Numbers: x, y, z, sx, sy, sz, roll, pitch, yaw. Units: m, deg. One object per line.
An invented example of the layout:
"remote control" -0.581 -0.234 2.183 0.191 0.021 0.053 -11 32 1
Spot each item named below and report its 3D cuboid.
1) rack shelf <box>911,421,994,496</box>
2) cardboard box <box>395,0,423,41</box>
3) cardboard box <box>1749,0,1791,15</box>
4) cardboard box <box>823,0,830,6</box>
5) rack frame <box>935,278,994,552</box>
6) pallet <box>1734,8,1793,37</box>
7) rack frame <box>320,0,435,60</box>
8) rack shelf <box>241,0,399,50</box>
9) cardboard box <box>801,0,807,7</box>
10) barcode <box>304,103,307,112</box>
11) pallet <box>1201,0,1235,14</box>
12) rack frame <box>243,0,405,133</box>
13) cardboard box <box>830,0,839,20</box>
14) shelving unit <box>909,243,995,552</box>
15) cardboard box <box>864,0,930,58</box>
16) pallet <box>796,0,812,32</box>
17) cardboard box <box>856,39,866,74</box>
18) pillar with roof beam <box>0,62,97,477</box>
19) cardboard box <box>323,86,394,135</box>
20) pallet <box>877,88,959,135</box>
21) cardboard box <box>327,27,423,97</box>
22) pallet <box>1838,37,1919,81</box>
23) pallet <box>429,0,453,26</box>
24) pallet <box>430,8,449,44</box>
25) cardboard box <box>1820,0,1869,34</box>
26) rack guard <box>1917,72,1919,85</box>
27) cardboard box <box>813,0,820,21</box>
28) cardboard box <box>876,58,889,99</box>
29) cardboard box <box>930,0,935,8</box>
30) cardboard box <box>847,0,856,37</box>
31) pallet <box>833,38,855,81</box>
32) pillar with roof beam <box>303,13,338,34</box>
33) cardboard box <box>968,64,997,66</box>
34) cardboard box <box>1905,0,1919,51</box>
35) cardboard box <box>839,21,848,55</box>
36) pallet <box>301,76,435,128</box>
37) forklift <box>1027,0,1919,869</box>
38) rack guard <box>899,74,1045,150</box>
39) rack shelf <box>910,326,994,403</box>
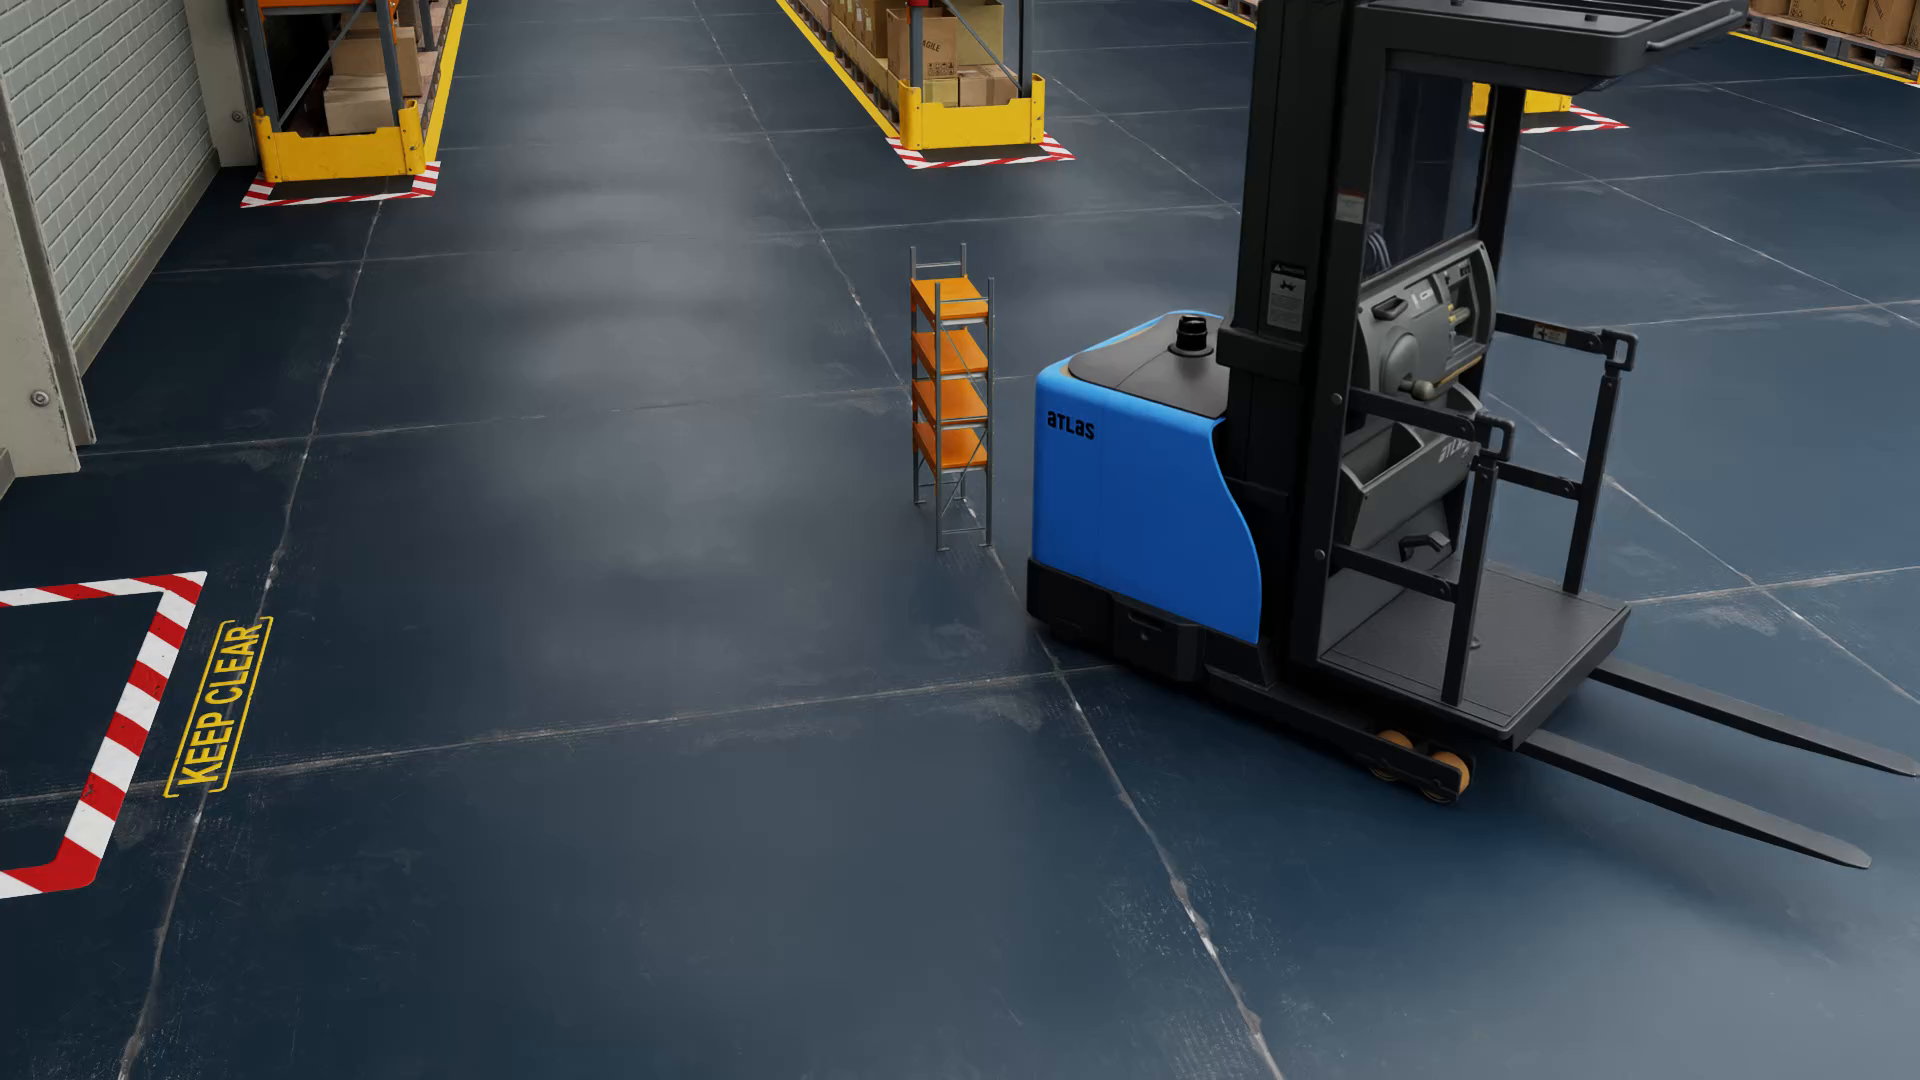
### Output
"rack shelf" -0.037 -0.371 7.243 0.258 0.148 0.480 -6 27 -12
"cardboard box" -5.817 -5.307 16.721 0.700 0.500 0.500 -5 27 -10
"cardboard box" 9.031 -6.055 18.226 0.500 0.500 0.500 2 27 5
"cardboard box" -1.180 -5.769 17.313 0.500 0.311 0.500 -6 27 -12
"rack frame" 0.018 -0.501 6.911 0.240 1.200 0.015 -6 27 -12
"pallet" 9.029 -5.878 18.661 1.003 0.211 1.213 -6 27 -12
"rack frame" -5.634 -5.905 15.620 1.000 3.000 0.127 -6 27 -12
"rack shelf" -5.184 -4.706 14.043 1.077 0.370 4.000 -6 27 -12
"cardboard box" -1.526 -6.193 18.776 0.500 0.250 0.500 -5 27 -11
"barcode" -5.195 -3.429 13.201 0.001 0.075 0.075 -6 27 -12
"pallet" 3.525 -6.544 19.980 1.003 0.211 1.213 -6 27 -12
"rack frame" -4.733 -4.149 12.141 1.000 3.000 0.127 -6 27 -12
"cardboard box" -1.010 -5.469 16.510 0.500 0.500 0.500 -6 27 -12
"shelving unit" -0.037 -0.608 7.124 0.258 1.200 0.503 -6 27 -12
"cardboard box" -0.558 -4.591 14.771 0.500 0.500 0.500 -6 27 -12
"pallet" -1.292 -6.021 18.945 1.003 0.211 1.213 -6 27 -12
"cardboard box" -0.666 -4.476 15.375 0.500 0.250 0.500 -6 27 -12
"pillar with roof beam" -0.187 -4.850 6.872 9.100 9.000 0.400 -6 27 -12
"cardboard box" -4.801 -3.458 13.268 0.500 0.311 0.500 -9 28 -17
"pallet" -0.121 -3.740 14.426 1.003 0.211 1.213 -6 27 -12
"cardboard box" -5.046 -4.120 14.369 0.700 0.500 0.500 -8 28 -15
"pallet" 9.579 -4.807 16.539 1.003 0.211 1.213 -6 27 -12
"pallet" -6.361 -6.073 19.048 1.003 0.211 1.213 -6 27 -12
"pallet" -6.090 -5.539 17.989 1.003 0.211 1.213 -6 27 -12
"cardboard box" 9.330 -5.541 17.207 0.500 0.500 0.500 -3 27 -7
"rack guard" 9.728 -4.576 15.760 1.175 0.500 0.348 -6 27 -12
"cardboard box" -1.297 -5.745 17.888 0.500 0.250 0.500 -6 27 -12
"cardboard box" -0.441 -4.037 14.506 0.500 0.250 0.500 -6 27 -12
"cardboard box" -0.051 -4.644 14.875 0.500 0.500 0.500 -6 27 -12
"cardboard box" -0.784 -5.030 15.640 0.500 0.500 0.500 -6 27 -12
"pallet" -0.671 -4.812 16.548 1.003 0.211 1.213 -6 27 -12
"pillar with roof beam" -2.891 -10.118 17.309 9.100 9.000 0.400 -6 27 -12
"cardboard box" 0.072 -4.091 14.612 0.500 0.250 0.500 -6 27 -12
"cardboard box" 9.620 -5.005 16.146 0.500 0.500 0.500 -1 27 -2
"cardboard box" -0.892 -4.915 16.245 0.500 0.250 0.500 -6 27 -12
"pallet" -5.170 -3.832 14.609 1.003 0.211 1.213 -6 27 -12
"forklift" 1.713 -0.706 5.396 3.031 2.935 1.130 21 34 35
"rack guard" 0.098 -3.527 13.684 1.175 0.500 0.348 -6 27 -12
"rack shelf" -0.037 -0.748 7.053 0.258 0.148 0.480 -6 27 -12
